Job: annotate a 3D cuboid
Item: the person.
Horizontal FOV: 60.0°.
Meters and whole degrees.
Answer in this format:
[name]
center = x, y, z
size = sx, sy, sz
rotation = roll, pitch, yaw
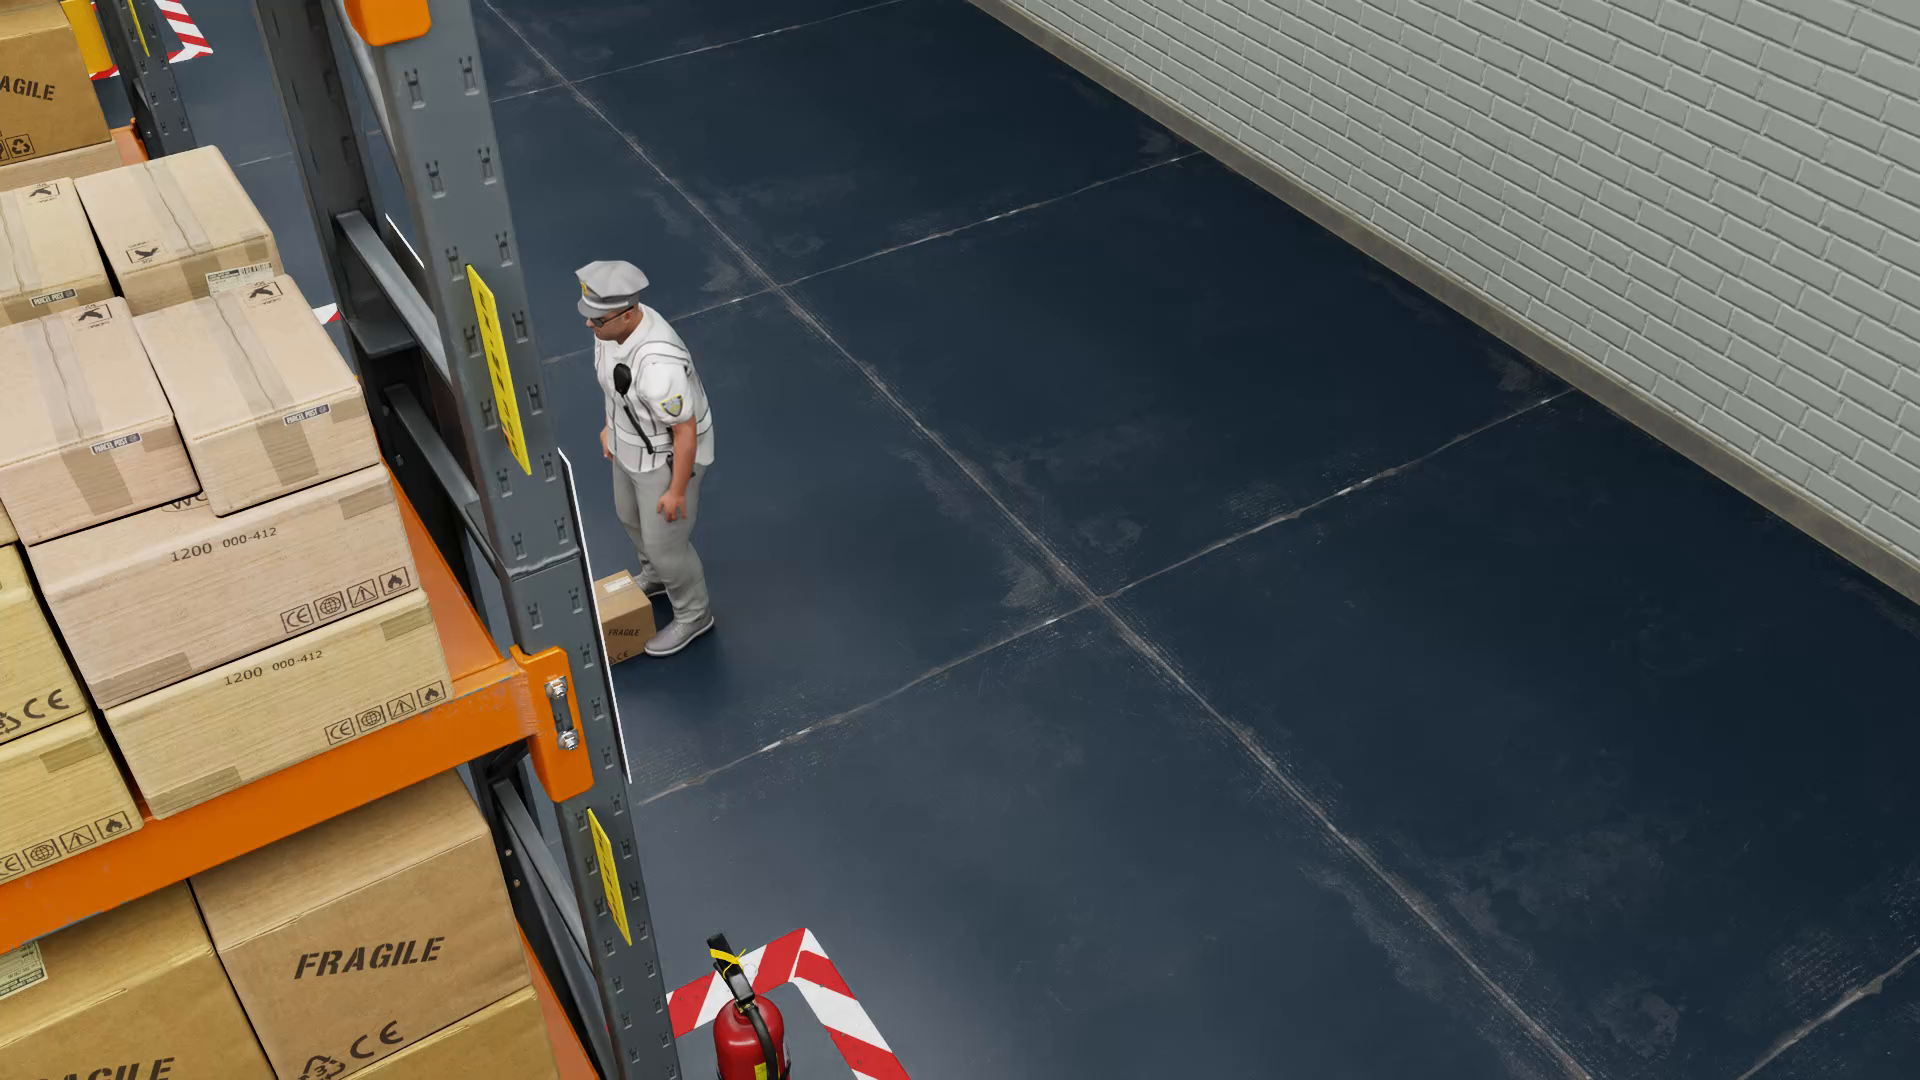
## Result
[person]
center = -1.208, -0.339, 6.545
size = 0.439, 1.751, 0.606
rotation = -25, 46, -26
